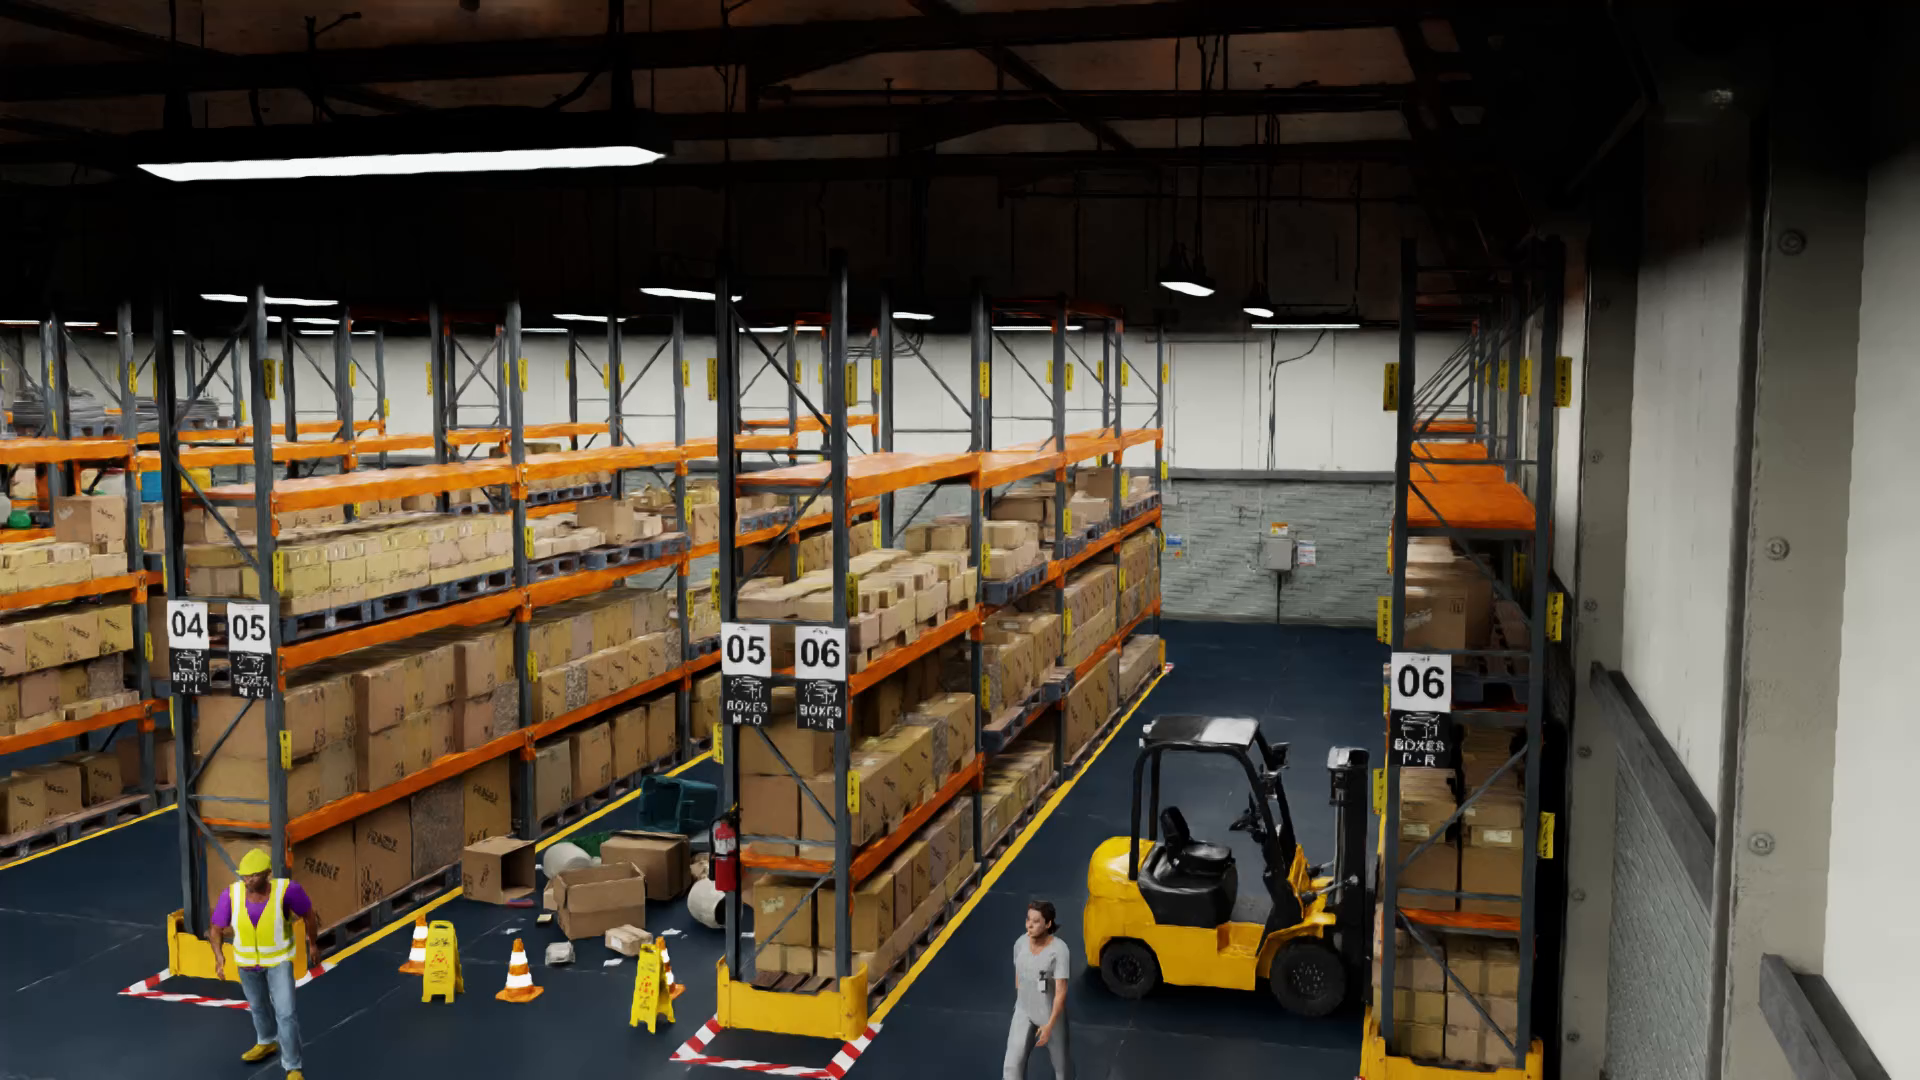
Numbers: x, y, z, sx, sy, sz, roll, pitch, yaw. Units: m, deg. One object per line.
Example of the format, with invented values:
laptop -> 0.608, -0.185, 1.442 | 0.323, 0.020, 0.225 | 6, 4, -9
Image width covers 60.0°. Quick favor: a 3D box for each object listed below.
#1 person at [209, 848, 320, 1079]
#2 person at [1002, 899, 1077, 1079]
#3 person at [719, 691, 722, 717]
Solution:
person -> -5.035, 3.040, 12.075 | 0.704, 1.701, 0.828 | 0, 6, -3
person -> 0.533, 3.179, 11.102 | 0.446, 1.601, 1.000 | 3, 7, 25
person -> -2.698, 2.180, 20.352 | 0.599, 1.659, 0.556 | -5, 8, -42
